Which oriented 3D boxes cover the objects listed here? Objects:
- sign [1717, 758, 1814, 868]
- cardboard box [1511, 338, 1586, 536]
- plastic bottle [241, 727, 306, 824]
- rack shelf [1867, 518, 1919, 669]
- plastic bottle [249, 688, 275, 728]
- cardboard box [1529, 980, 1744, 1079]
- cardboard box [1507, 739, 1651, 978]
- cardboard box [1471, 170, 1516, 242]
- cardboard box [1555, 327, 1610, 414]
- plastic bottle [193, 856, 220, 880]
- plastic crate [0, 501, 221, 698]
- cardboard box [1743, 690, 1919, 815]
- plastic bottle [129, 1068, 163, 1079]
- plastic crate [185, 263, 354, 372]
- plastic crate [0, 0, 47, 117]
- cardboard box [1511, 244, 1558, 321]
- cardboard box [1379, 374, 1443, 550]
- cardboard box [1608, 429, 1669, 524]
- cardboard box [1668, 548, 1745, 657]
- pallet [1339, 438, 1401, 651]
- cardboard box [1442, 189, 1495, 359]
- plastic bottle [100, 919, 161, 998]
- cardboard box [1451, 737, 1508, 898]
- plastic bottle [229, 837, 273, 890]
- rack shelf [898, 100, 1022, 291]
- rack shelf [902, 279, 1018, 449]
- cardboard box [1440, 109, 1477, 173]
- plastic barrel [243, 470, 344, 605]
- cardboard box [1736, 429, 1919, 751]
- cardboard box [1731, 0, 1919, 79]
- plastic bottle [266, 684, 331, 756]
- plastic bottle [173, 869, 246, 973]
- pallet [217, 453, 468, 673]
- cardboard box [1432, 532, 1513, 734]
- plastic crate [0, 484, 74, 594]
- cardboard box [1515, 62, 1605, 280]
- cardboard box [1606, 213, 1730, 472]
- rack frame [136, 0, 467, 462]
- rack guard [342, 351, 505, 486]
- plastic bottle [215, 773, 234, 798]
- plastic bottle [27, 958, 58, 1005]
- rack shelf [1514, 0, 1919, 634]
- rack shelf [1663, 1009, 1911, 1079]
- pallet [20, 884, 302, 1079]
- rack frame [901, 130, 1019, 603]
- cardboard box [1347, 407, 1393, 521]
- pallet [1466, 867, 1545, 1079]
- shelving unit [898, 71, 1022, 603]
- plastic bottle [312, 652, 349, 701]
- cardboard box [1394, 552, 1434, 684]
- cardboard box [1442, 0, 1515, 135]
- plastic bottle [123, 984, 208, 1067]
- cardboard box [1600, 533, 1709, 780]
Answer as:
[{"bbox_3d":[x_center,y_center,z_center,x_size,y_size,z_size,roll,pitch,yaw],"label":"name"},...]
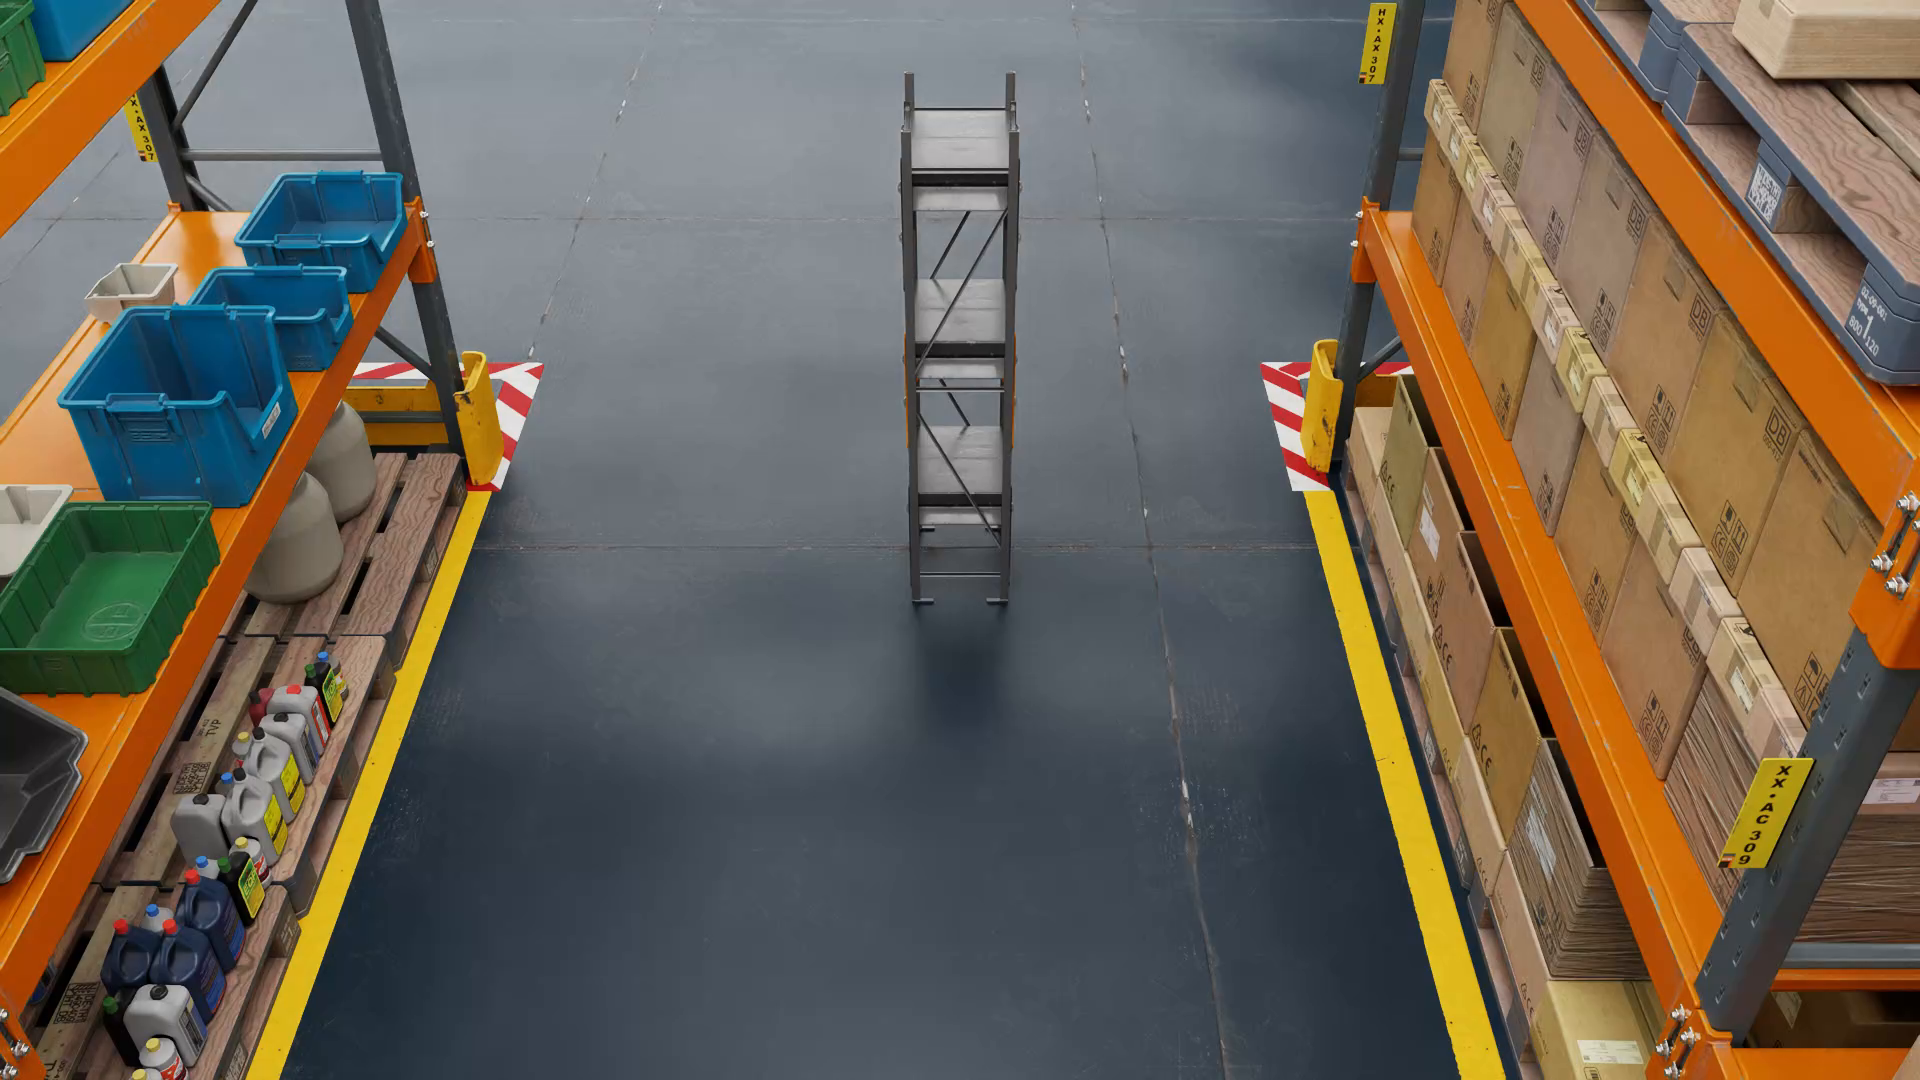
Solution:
[{"bbox_3d":[1.642,0.561,3.396,0.100,0.325,0.005,0,39,0],"label":"sign"},{"bbox_3d":[2.184,-0.352,5.211,0.700,0.500,0.500,1,39,1],"label":"cardboard box"},{"bbox_3d":[-2.344,0.786,5.637,0.144,0.351,0.185,1,39,2],"label":"plastic bottle"},{"bbox_3d":[2.199,1.289,1.419,1.077,0.370,4.000,0,39,0],"label":"rack shelf"},{"bbox_3d":[-2.454,0.623,5.895,0.061,0.283,0.133,0,39,0],"label":"plastic bottle"},{"bbox_3d":[1.978,1.548,4.783,0.500,0.250,0.500,0,39,0],"label":"cardboard box"},{"bbox_3d":[1.989,0.942,4.939,0.500,0.500,0.500,0,39,0],"label":"cardboard box"},{"bbox_3d":[1.977,-1.141,5.676,0.380,0.149,0.250,-1,39,-1],"label":"cardboard box"},{"bbox_3d":[1.979,-0.494,4.869,0.380,0.149,0.250,1,39,1],"label":"cardboard box"},{"bbox_3d":[-2.380,1.107,5.299,0.097,0.271,0.097,0,39,0],"label":"plastic bottle"},{"bbox_3d":[-2.476,0.163,4.817,0.450,0.188,0.662,0,39,0],"label":"plastic crate"},{"bbox_3d":[1.982,0.466,3.671,0.380,0.149,0.250,0,39,0],"label":"cardboard box"},{"bbox_3d":[-2.319,1.587,4.757,0.097,0.201,0.097,0,39,0],"label":"plastic bottle"},{"bbox_3d":[-2.466,-0.795,5.962,0.499,0.251,0.408,0,39,0],"label":"plastic crate"},{"bbox_3d":[-2.486,-1.145,4.051,0.336,0.188,0.450,0,39,0],"label":"plastic crate"},{"bbox_3d":[1.981,-0.814,5.269,0.380,0.149,0.250,-1,39,-1],"label":"cardboard box"},{"bbox_3d":[1.973,-0.308,6.499,0.500,0.500,0.500,0,39,0],"label":"cardboard box"},{"bbox_3d":[1.983,-0.170,4.465,0.380,0.149,0.250,0,39,0],"label":"cardboard box"},{"bbox_3d":[1.981,0.148,4.068,0.380,0.149,0.250,-1,39,-1],"label":"cardboard box"},{"bbox_3d":[2.235,-0.007,7.090,1.003,0.211,1.213,0,39,0],"label":"pallet"},{"bbox_3d":[2.185,-0.992,6.009,0.700,0.500,0.500,1,39,1],"label":"cardboard box"},{"bbox_3d":[-2.487,1.287,5.012,0.144,0.351,0.185,0,39,0],"label":"plastic bottle"},{"bbox_3d":[1.972,0.922,5.563,0.500,0.250,0.500,0,39,0],"label":"cardboard box"},{"bbox_3d":[-2.320,1.050,5.427,0.097,0.201,0.097,0,39,0],"label":"plastic bottle"},{"bbox_3d":[0.000,-1.251,6.035,0.431,0.518,0.480,0,39,0],"label":"rack shelf"},{"bbox_3d":[0.000,-0.705,6.473,0.431,0.518,0.480,0,39,0],"label":"rack shelf"},{"bbox_3d":[1.980,-1.455,6.068,0.380,0.149,0.250,-1,39,-1],"label":"cardboard box"},{"bbox_3d":[-2.684,-0.040,6.555,0.421,0.512,0.421,0,39,0],"label":"plastic barrel"},{"bbox_3d":[2.190,0.106,3.602,0.700,0.500,0.500,0,39,0],"label":"cardboard box"},{"bbox_3d":[1.922,-1.117,3.599,0.380,0.149,0.250,0,39,0],"label":"cardboard box"},{"bbox_3d":[-2.348,0.625,5.898,0.152,0.276,0.135,0,39,0],"label":"plastic bottle"},{"bbox_3d":[-2.343,1.168,5.160,0.144,0.351,0.185,-2,39,-2],"label":"plastic bottle"},{"bbox_3d":[-2.719,0.072,6.992,1.003,0.211,1.213,0,39,0],"label":"pallet"},{"bbox_3d":[1.969,0.317,5.719,0.500,0.500,0.500,0,39,0],"label":"cardboard box"},{"bbox_3d":[-3.012,0.017,5.041,0.530,0.136,0.437,0,39,0],"label":"plastic crate"},{"bbox_3d":[2.187,-1.149,5.168,0.700,0.500,0.500,0,39,0],"label":"cardboard box"},{"bbox_3d":[2.188,-0.524,4.387,0.700,0.500,0.500,0,39,0],"label":"cardboard box"},{"bbox_3d":[-2.761,-1.572,6.813,1.000,3.000,0.127,0,39,0],"label":"rack frame"},{"bbox_3d":[-2.714,-0.549,7.535,1.175,0.500,0.348,0,39,0],"label":"rack guard"},{"bbox_3d":[-2.464,0.872,5.649,0.097,0.201,0.097,0,39,0],"label":"plastic bottle"},{"bbox_3d":[-2.898,1.282,5.077,0.152,0.276,0.135,0,39,0],"label":"plastic bottle"},{"bbox_3d":[2.194,-1.212,4.541,1.077,0.370,4.000,0,39,0],"label":"rack shelf"},{"bbox_3d":[2.199,2.460,2.357,1.077,0.370,4.000,0,39,0],"label":"rack shelf"},{"bbox_3d":[-2.716,1.598,5.088,1.003,0.211,1.213,0,39,0],"label":"pallet"},{"bbox_3d":[0.000,-0.563,6.274,0.400,2.100,0.015,0,39,0],"label":"rack frame"},{"bbox_3d":[1.970,-0.328,7.124,0.500,0.250,0.500,0,39,0],"label":"cardboard box"},{"bbox_3d":[2.238,1.519,5.186,1.003,0.211,1.213,0,39,0],"label":"pallet"},{"bbox_3d":[0.000,-0.716,6.464,0.431,2.100,0.503,0,39,0],"label":"shelving unit"},{"bbox_3d":[-2.321,0.497,6.118,0.097,0.201,0.097,0,39,0],"label":"plastic bottle"},{"bbox_3d":[1.975,0.297,6.344,0.500,0.250,0.500,0,39,0],"label":"cardboard box"},{"bbox_3d":[2.180,-1.793,5.972,0.700,0.500,0.500,0,39,0],"label":"cardboard box"},{"bbox_3d":[-2.346,1.419,4.907,0.152,0.276,0.135,1,39,2],"label":"plastic bottle"},{"bbox_3d":[2.183,0.282,4.420,0.700,0.500,0.500,0,39,-1],"label":"cardboard box"}]
